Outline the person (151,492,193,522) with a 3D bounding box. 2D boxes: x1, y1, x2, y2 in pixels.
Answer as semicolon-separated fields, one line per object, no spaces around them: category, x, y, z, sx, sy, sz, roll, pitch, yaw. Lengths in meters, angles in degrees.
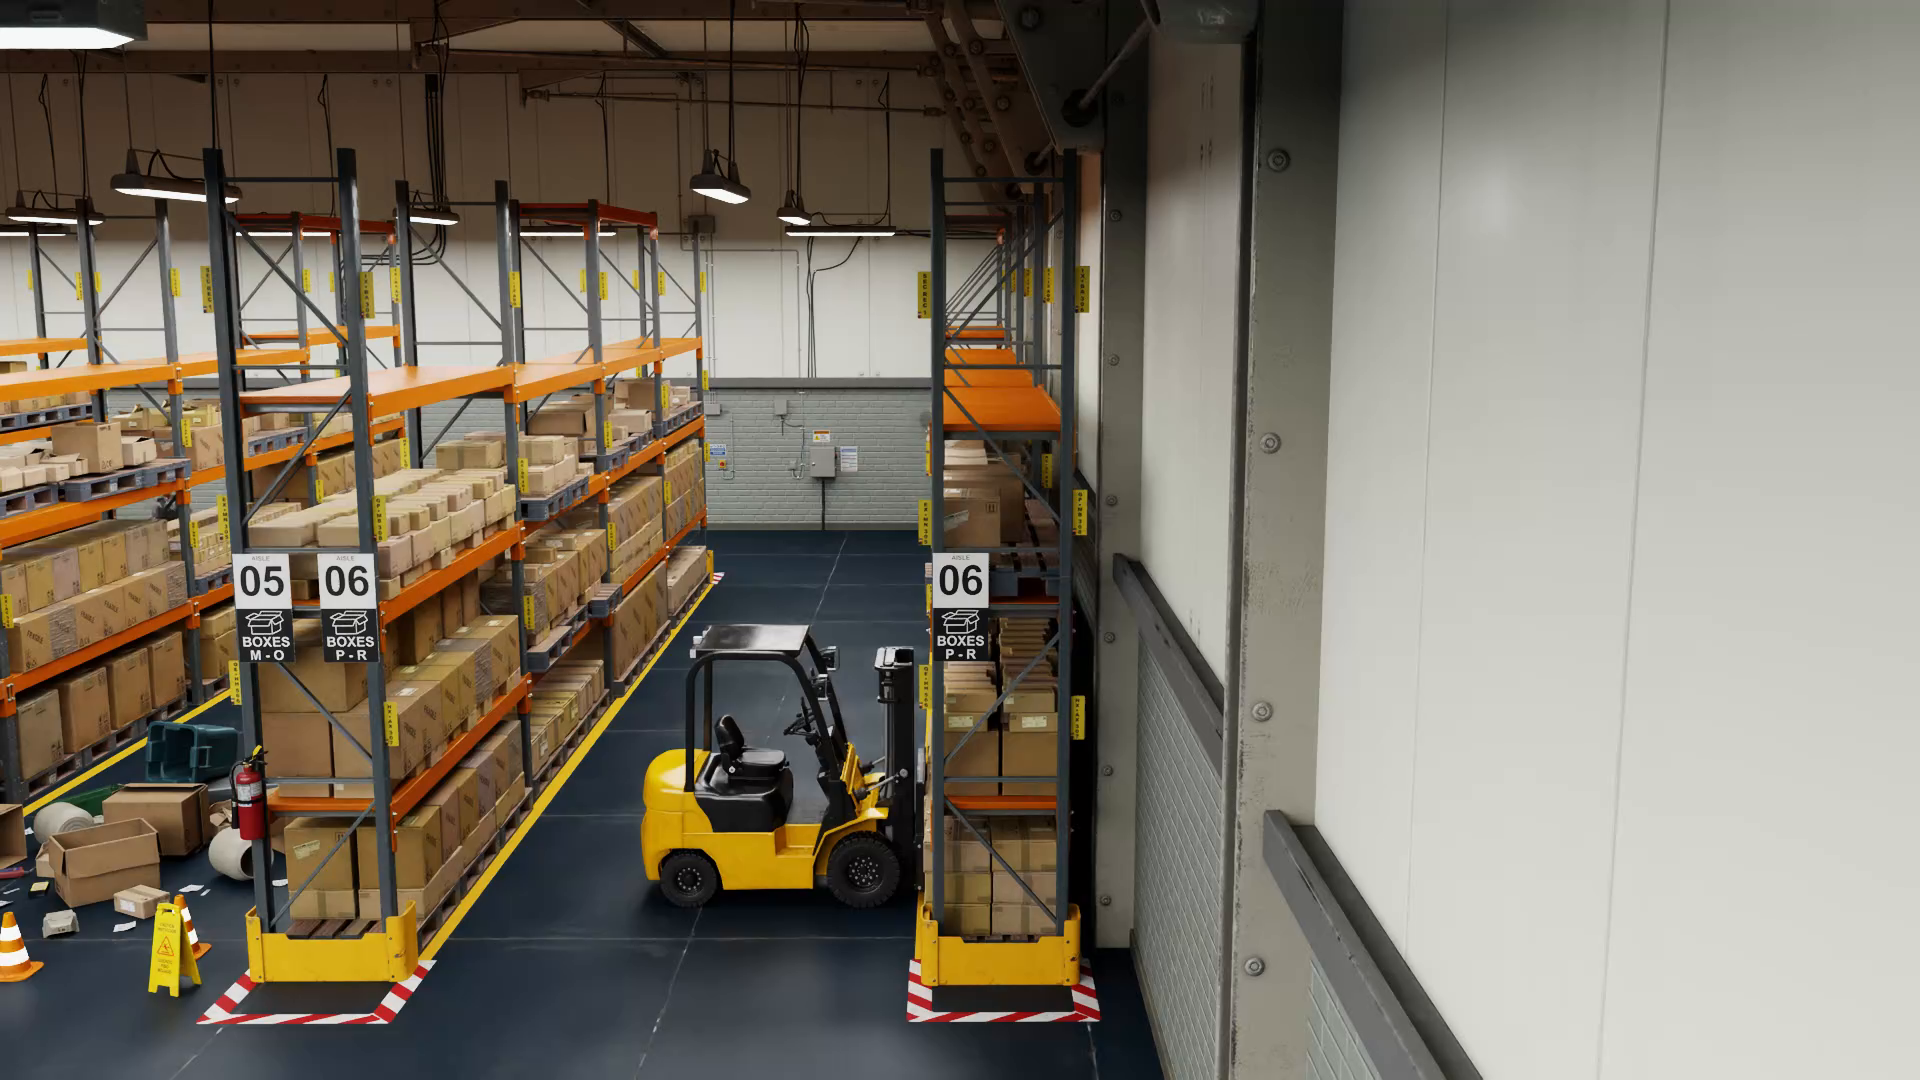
person;-13.294;-0.146;28.197;0.698;1.643;0.551;-8;12;-41
